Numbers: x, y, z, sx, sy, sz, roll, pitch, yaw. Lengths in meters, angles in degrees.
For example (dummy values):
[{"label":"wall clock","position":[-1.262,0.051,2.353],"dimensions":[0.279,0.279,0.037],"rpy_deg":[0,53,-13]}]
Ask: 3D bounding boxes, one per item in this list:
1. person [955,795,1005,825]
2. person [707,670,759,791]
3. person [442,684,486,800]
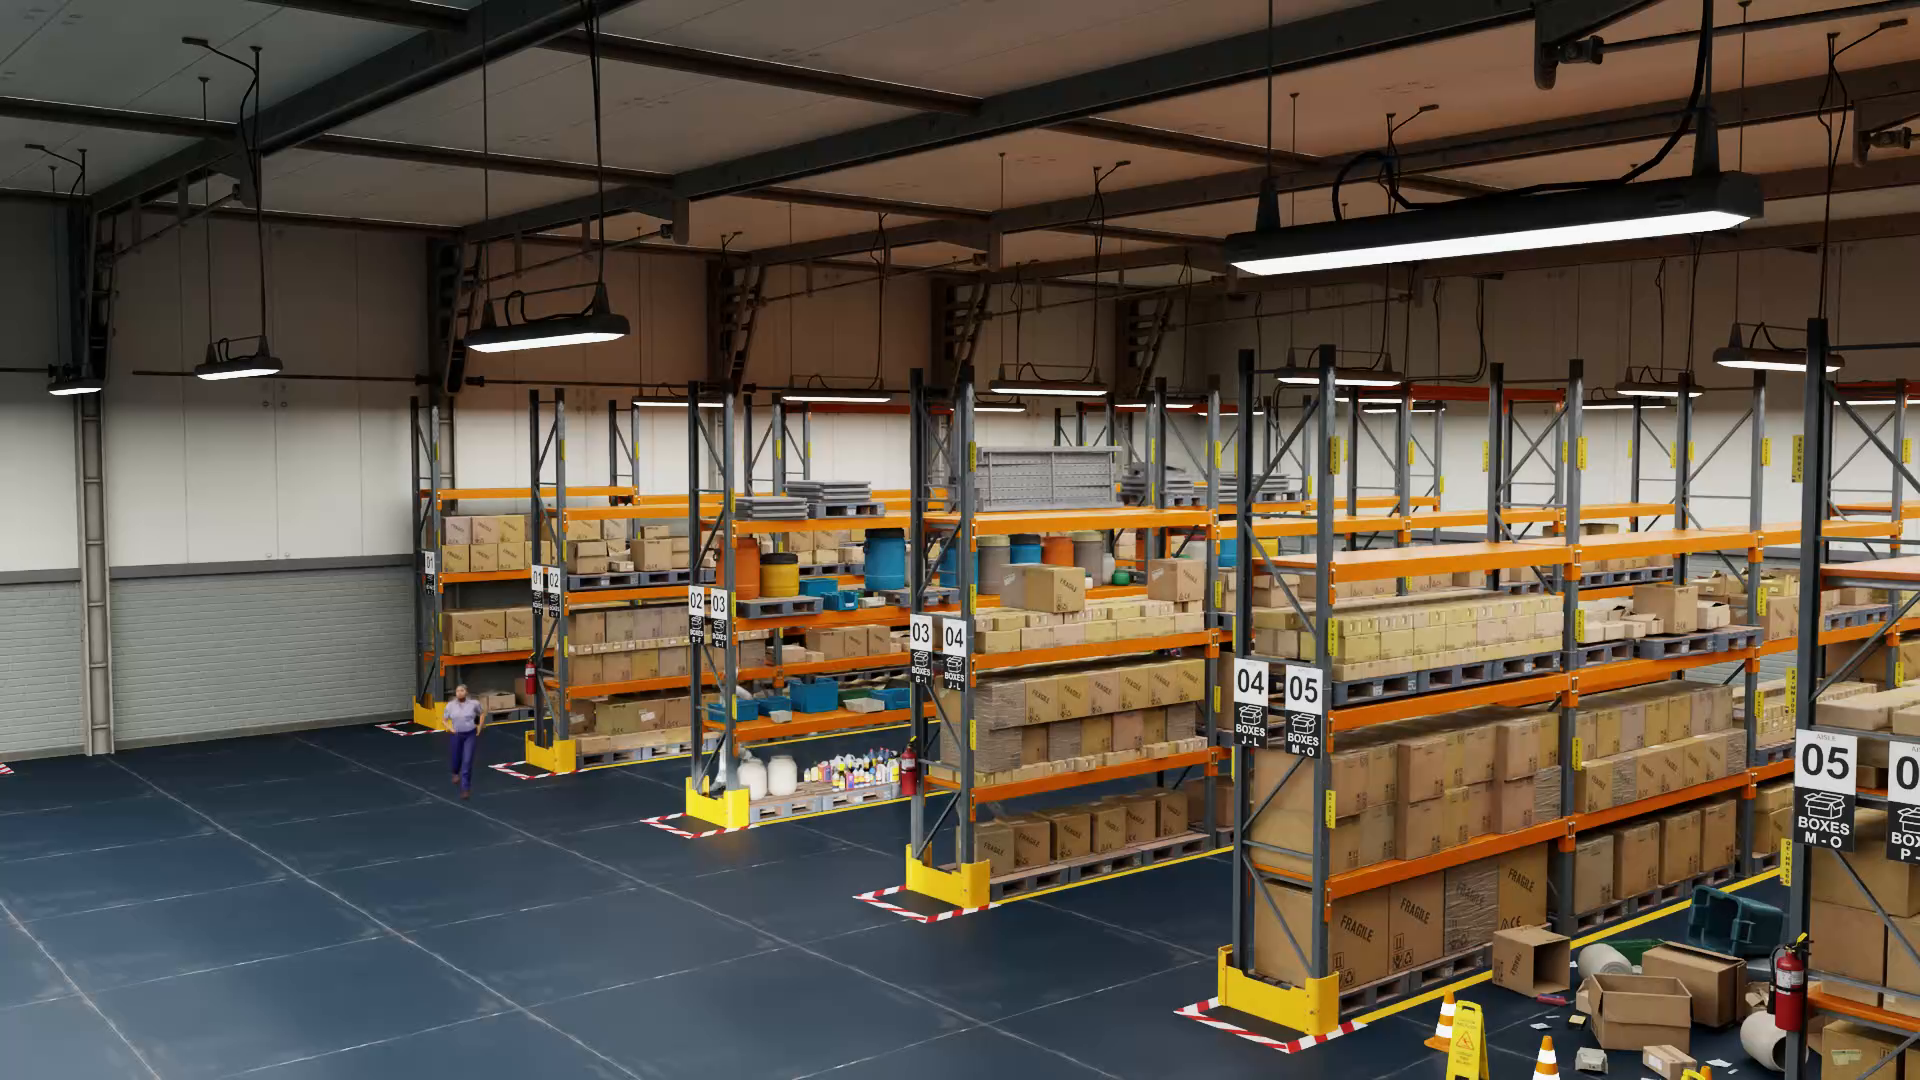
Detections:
[{"label":"person","position":[0.271,3.078,21.451],"dimensions":[0.892,1.682,0.606],"rpy_deg":[-3,5,-45]},{"label":"person","position":[-3.352,2.798,24.867],"dimensions":[1.002,1.799,0.672],"rpy_deg":[-2,4,-34]},{"label":"person","position":[-7.279,2.924,24.418],"dimensions":[0.616,1.648,0.848],"rpy_deg":[-1,3,-11]}]
